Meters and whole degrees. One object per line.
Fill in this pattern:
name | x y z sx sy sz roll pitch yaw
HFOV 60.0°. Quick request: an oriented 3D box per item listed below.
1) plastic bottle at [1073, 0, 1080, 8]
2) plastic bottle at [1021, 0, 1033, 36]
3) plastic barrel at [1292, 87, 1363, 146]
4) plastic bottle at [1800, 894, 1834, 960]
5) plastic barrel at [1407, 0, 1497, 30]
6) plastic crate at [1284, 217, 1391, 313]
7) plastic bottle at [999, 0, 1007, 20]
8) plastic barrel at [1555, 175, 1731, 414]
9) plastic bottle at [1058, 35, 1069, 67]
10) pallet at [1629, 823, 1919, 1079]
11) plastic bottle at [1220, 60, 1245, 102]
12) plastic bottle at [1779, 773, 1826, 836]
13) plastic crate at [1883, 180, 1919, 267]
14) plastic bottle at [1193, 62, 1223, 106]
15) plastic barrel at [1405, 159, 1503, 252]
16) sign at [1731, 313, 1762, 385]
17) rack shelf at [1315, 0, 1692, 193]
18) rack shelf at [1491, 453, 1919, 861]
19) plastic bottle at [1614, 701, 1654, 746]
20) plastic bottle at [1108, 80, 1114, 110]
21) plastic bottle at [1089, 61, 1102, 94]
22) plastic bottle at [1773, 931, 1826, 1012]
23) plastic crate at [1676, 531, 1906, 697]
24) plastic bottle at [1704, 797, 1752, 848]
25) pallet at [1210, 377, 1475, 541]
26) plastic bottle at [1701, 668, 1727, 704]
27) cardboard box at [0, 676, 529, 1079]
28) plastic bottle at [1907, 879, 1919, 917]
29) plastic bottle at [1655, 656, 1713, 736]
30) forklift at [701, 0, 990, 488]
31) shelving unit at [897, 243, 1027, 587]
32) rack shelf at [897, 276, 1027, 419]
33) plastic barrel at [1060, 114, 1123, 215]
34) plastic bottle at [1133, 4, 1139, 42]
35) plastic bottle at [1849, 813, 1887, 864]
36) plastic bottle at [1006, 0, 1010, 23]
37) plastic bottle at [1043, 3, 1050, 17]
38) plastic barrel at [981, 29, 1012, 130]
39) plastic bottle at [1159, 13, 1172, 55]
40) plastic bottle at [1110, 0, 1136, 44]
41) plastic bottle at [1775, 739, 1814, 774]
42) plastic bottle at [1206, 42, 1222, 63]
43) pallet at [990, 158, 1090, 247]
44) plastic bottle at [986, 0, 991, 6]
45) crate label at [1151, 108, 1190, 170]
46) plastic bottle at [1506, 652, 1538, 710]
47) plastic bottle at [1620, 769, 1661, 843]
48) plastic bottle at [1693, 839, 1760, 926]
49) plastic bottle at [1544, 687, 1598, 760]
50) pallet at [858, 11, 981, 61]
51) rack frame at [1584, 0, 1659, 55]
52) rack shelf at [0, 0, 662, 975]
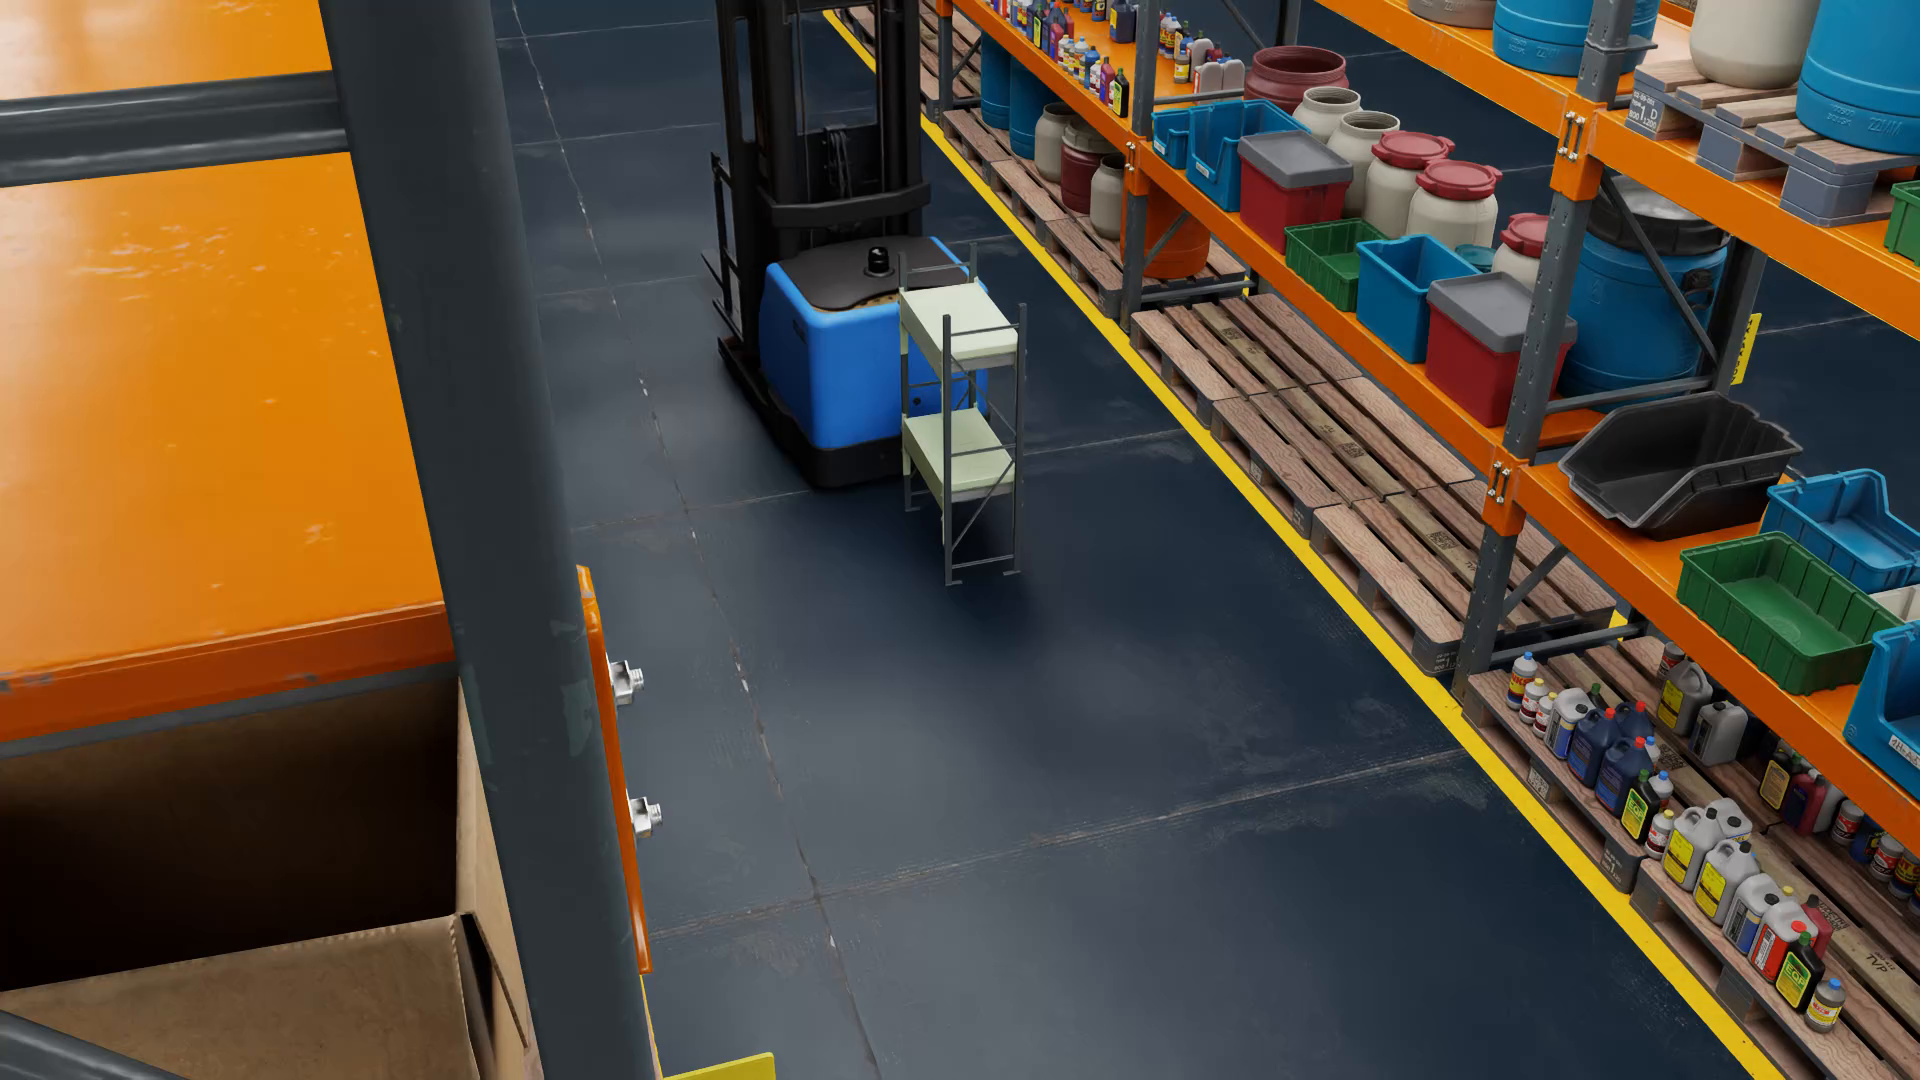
plastic bottle | 0.896 -4.102 12.354 0.097 0.271 0.097 0 33 0
plastic bottle | 0.486 -3.711 11.761 0.097 0.271 0.097 0 33 0
plastic barrel | 2.053 -2.238 9.315 0.421 0.512 0.421 0 33 0
plastic bottle | 3.048 1.408 5.962 0.061 0.283 0.133 -10 35 -15
plastic barrel | 2.194 -2.630 6.834 0.600 0.901 0.600 0 33 0
plastic crate | 1.956 -1.374 8.301 0.450 0.188 0.662 -10 35 -15
plastic bottle | 0.376 -3.951 12.121 0.152 0.276 0.135 -10 35 -15
plastic barrel | 2.926 -1.059 7.177 0.600 0.901 0.708 -10 35 -15
plastic bottle | 0.710 -3.296 11.198 0.097 0.201 0.097 0 33 0
pallet | 3.297 1.569 6.184 1.003 0.211 1.213 -10 35 -15
plastic bottle | 1.711 -2.926 10.569 0.152 0.276 0.135 -10 35 -15
plastic bottle | 3.328 1.018 6.553 0.061 0.283 0.133 -10 35 -15
plastic crate | 2.978 -0.885 4.839 0.336 0.188 0.450 -10 35 -15
plastic bottle | 1.566 -2.900 10.530 0.152 0.276 0.135 -10 35 -15
plastic barrel | 2.449 -1.577 8.292 0.433 0.535 0.433 0 33 0
sign | 3.283 -0.798 6.986 0.100 0.325 0.005 -10 35 -15
rack shelf | 2.146 -2.597 7.891 1.077 0.370 4.000 -10 35 -15
rack shelf | 3.366 0.754 5.540 1.077 0.370 4.000 -10 35 -15
plastic bottle | 2.744 0.795 6.829 0.144 0.351 0.185 -10 35 -15
plastic bottle | 0.988 -2.817 10.473 0.097 0.201 0.097 0 33 0
plastic bottle | 0.888 -2.989 10.733 0.097 0.201 0.097 0 33 0
plastic bottle | 2.945 1.505 5.816 0.061 0.283 0.133 -9 35 -14
plastic crate | 2.901 0.253 5.839 0.450 0.188 0.662 -10 35 -15
plastic bottle | 2.927 1.135 6.383 0.152 0.276 0.135 -10 35 -15
pallet | 2.103 -0.480 9.285 1.003 0.211 1.213 -10 35 -15
plastic bottle | 3.227 0.616 7.101 0.144 0.351 0.185 -11 35 -16
cardboard box | -0.914 0.505 1.943 0.797 0.503 0.637 -8 34 -11
plastic bottle | 3.615 1.275 6.176 0.097 0.271 0.097 0 33 0
plastic bottle | 3.089 0.640 7.065 0.144 0.351 0.185 -10 35 -15
forklift | -0.866 -2.311 9.589 1.130 2.935 3.031 -13 36 -19
shelving unit | 0.002 -0.622 8.331 0.431 1.500 0.755 -10 35 -15
rack shelf | 0.002 -0.948 8.116 0.431 0.370 0.720 -10 35 -15
plastic barrel | 1.026 -2.712 11.940 0.600 0.588 0.708 -10 35 -15
plastic bottle | 1.288 -3.654 11.671 0.152 0.276 0.135 -10 35 -15
plastic bottle | 3.523 1.116 6.416 0.097 0.271 0.097 0 33 0
plastic bottle | 0.385 -3.854 12.042 0.097 0.201 0.097 0 33 0
plastic bottle | 0.618 -3.565 11.530 0.061 0.283 0.133 -10 35 -15
plastic barrel | 0.465 -3.807 13.313 0.600 0.901 0.708 -10 35 -15
plastic bottle | 1.420 -3.474 11.404 0.097 0.271 0.097 0 33 0
plastic bottle | 1.140 -3.673 11.633 0.144 0.351 0.185 -10 35 -15
plastic bottle | 3.384 0.886 6.692 0.144 0.351 0.185 -10 35 -15
plastic bottle | 1.655 -3.109 10.840 0.061 0.283 0.133 -10 35 -15
pallet | 0.887 -2.579 12.461 1.003 0.211 1.213 -10 35 -15
plastic bottle | 0.244 -4.097 12.410 0.097 0.201 0.097 0 33 0
crate label | 1.307 -2.342 9.725 0.303 0.233 0.416 -10 35 -15
plastic bottle | 2.435 0.600 7.197 0.097 0.271 0.097 0 33 0
plastic bottle | 2.675 1.040 6.519 0.061 0.283 0.133 -9 34 -13
plastic bottle | 2.851 1.239 6.157 0.144 0.351 0.185 -9 34 -13
plastic bottle | 2.560 0.763 6.946 0.152 0.276 0.135 -9 34 -13
pallet | -0.322 -4.654 15.601 1.003 0.211 1.213 -10 35 -15
rack frame | 2.756 -3.099 5.277 1.000 3.000 0.127 -10 35 -15
rack shelf | -1.353 -0.751 2.739 1.077 0.370 4.000 -10 35 -15
